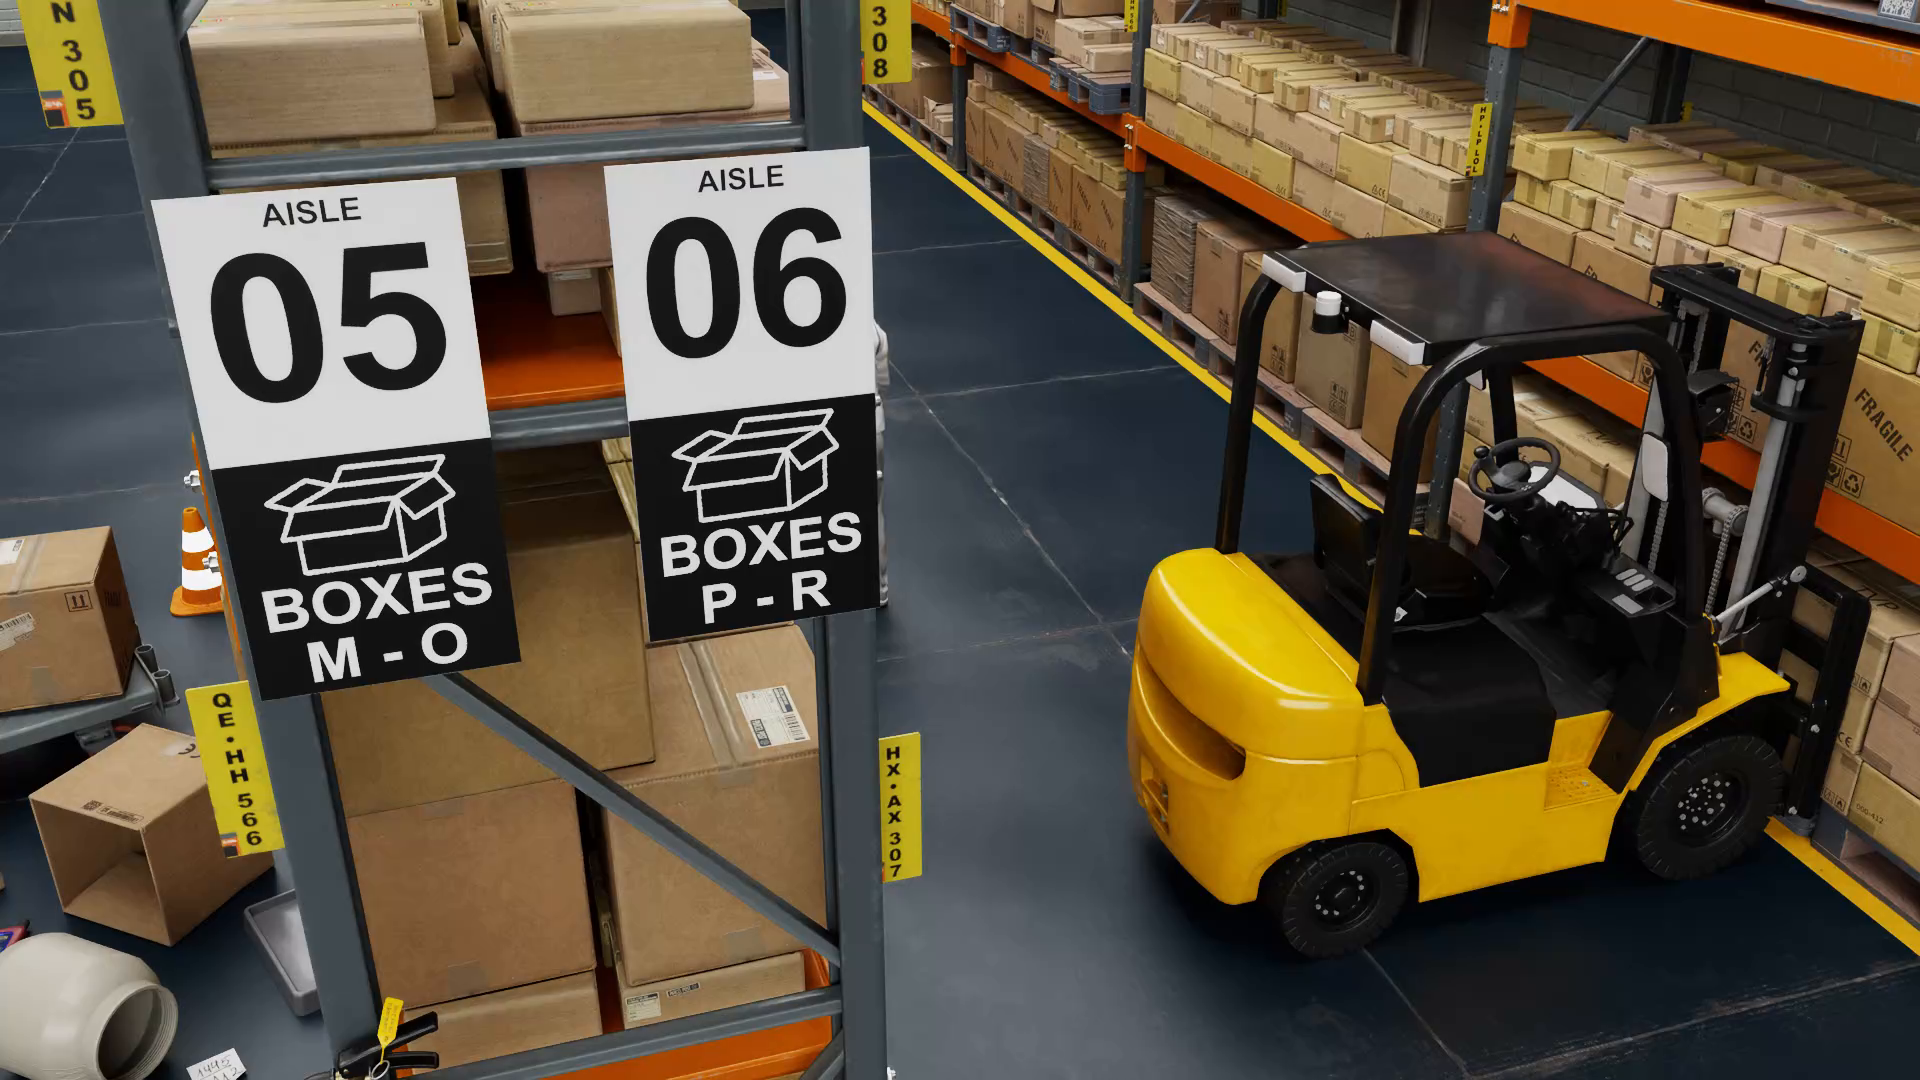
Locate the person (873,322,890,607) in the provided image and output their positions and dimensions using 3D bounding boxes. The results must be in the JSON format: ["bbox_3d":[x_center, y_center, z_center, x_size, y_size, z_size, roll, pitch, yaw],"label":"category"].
[{"bbox_3d":[-0.547,-0.487,7.577,0.458,1.682,0.543,-8,28,-16],"label":"person"}]
